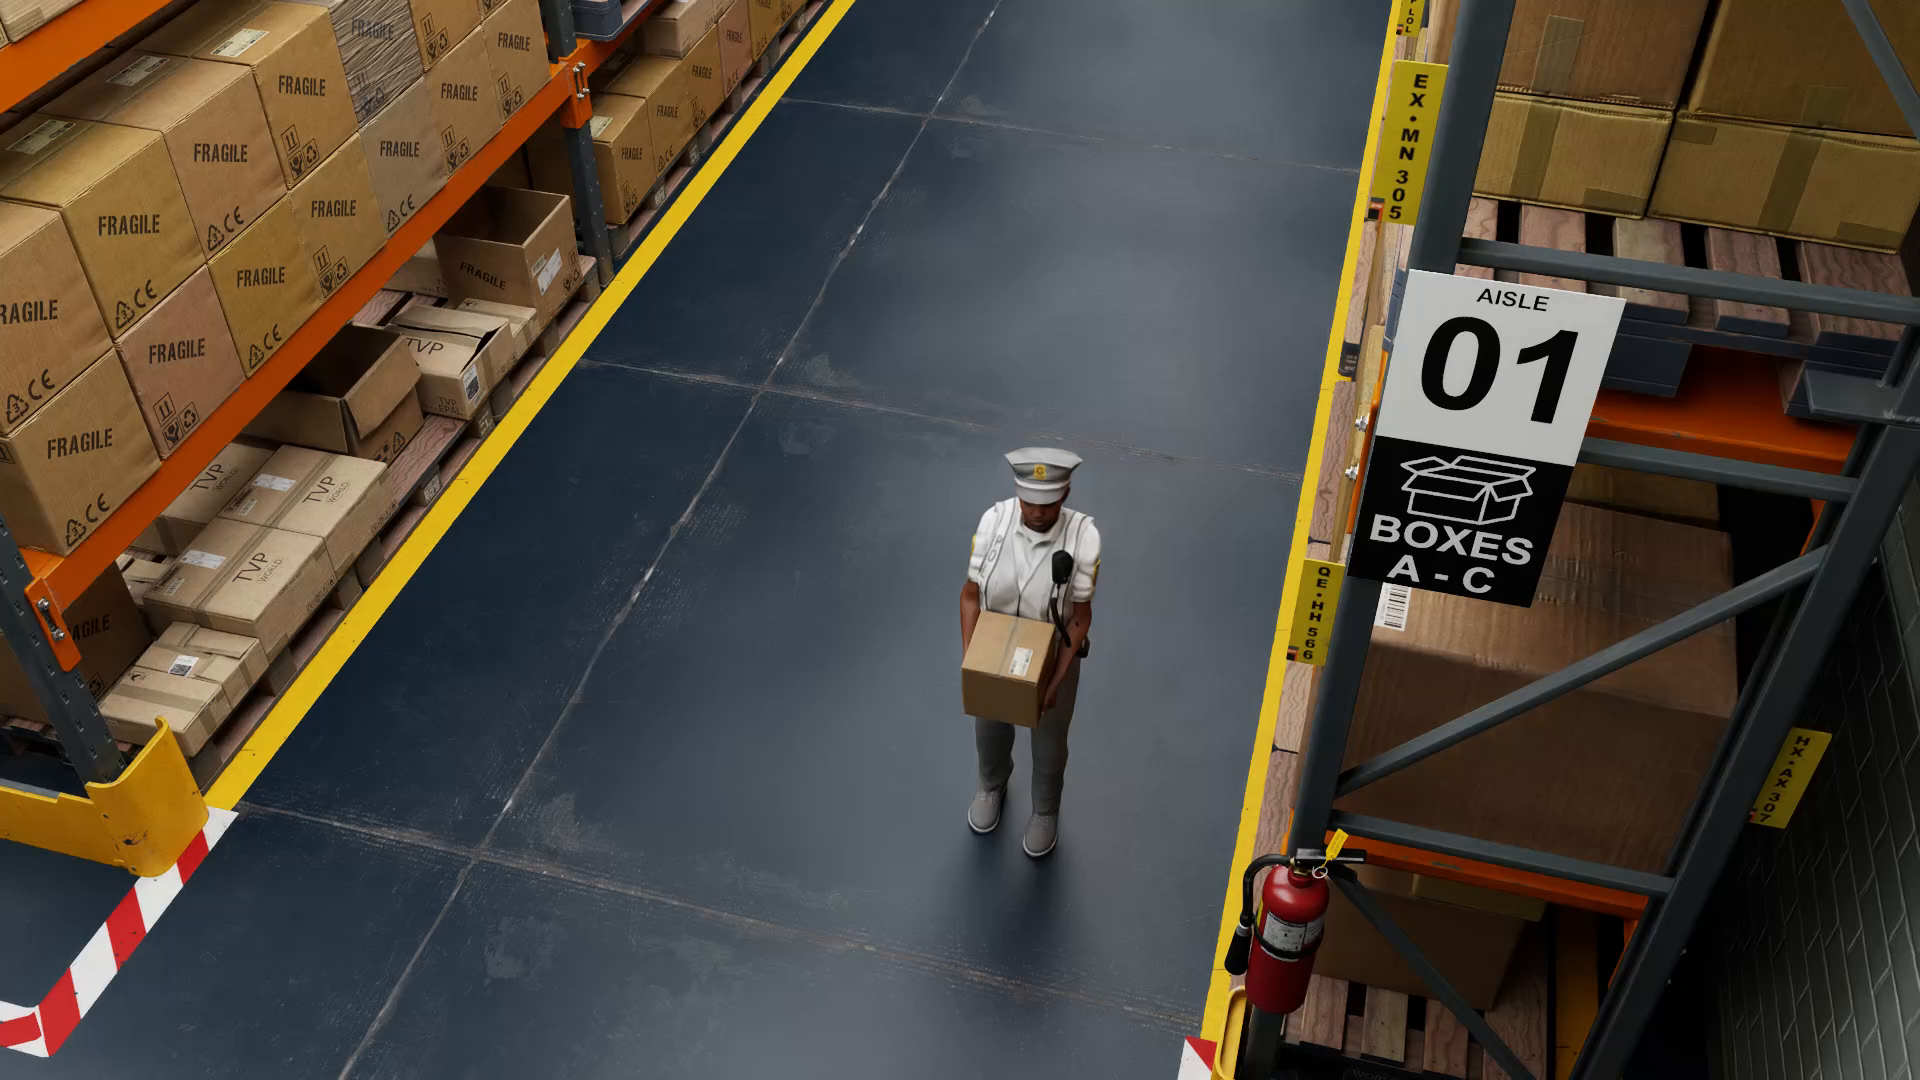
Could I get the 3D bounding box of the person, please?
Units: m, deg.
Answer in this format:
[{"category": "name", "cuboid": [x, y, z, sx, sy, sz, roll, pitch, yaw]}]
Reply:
[{"category": "person", "cuboid": [0.210, 0.420, 5.663, 0.451, 1.690, 0.518, 11, 42, 12]}]
